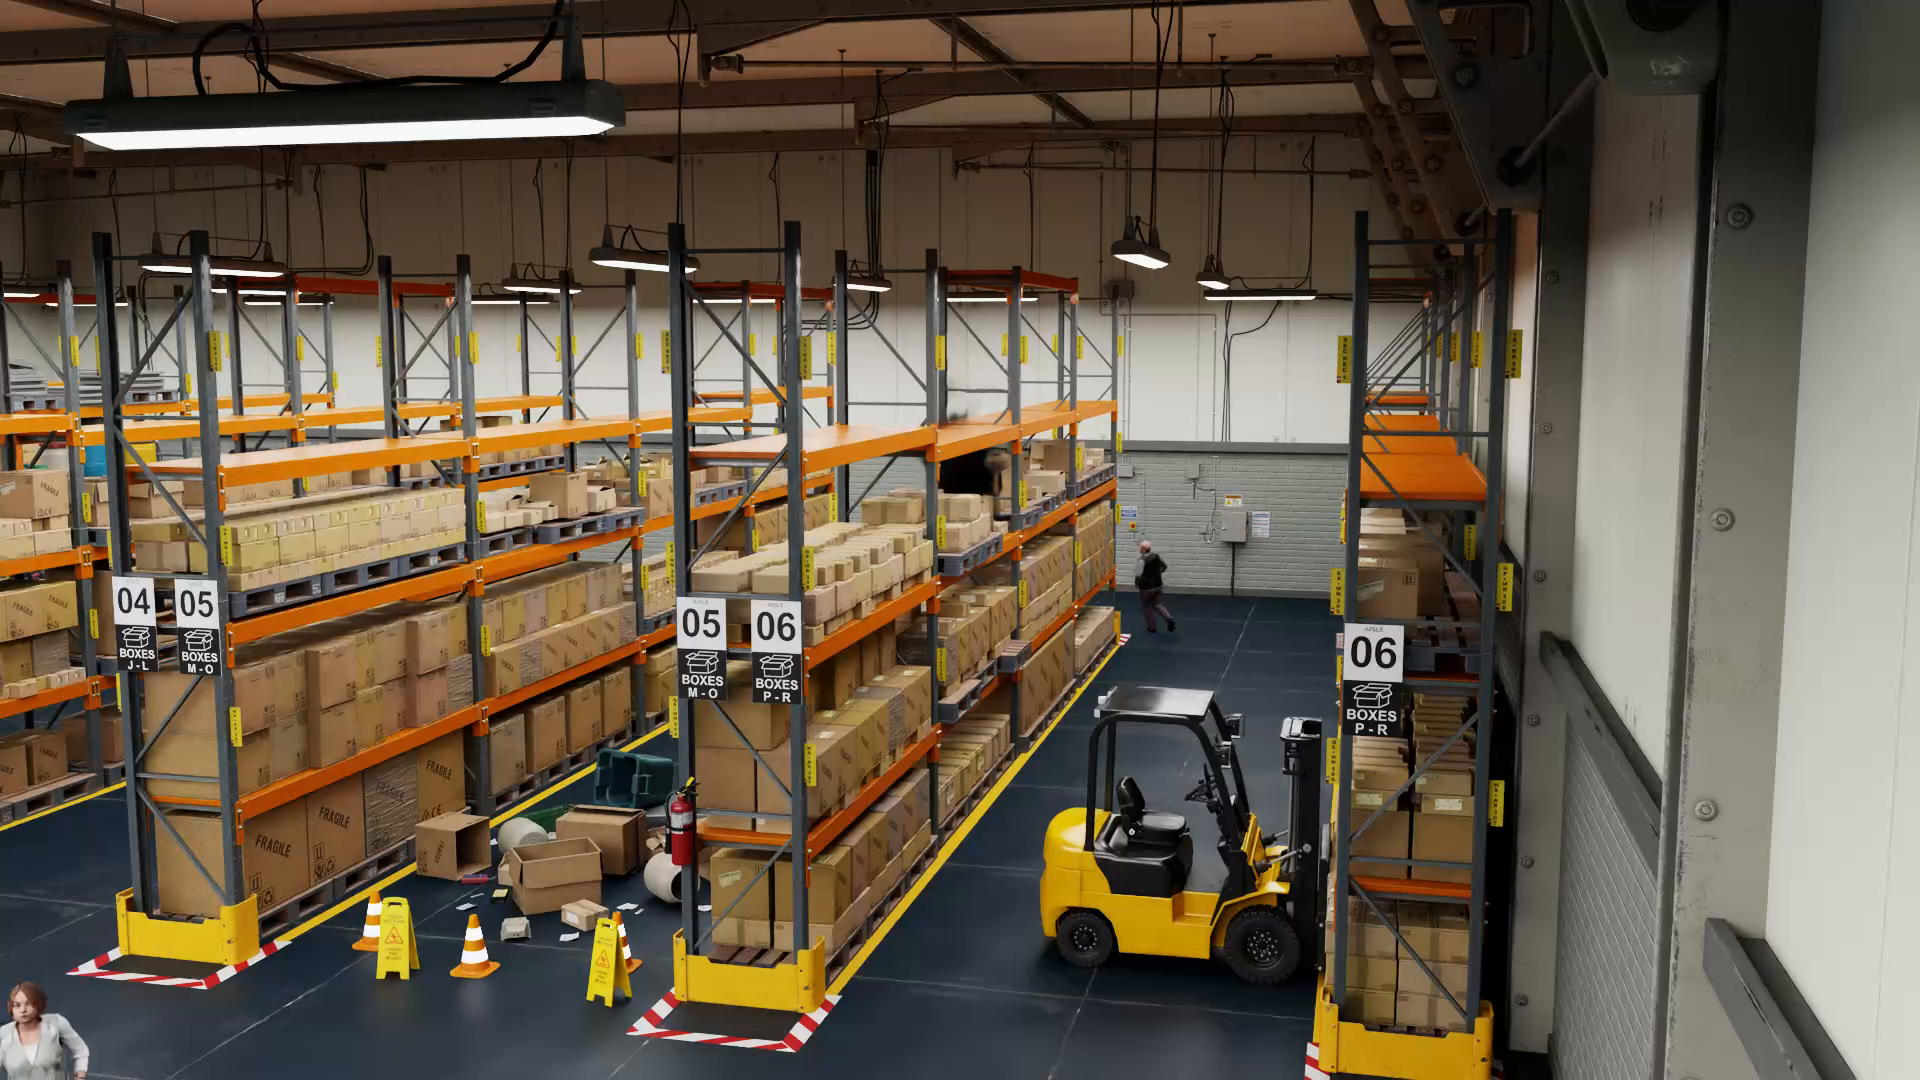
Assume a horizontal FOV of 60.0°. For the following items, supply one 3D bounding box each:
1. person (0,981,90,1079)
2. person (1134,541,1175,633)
[{"bbox_3d":[-5.239,3.258,9.460,0.541,1.566,0.496,-4,8,-28],"label":"person"},{"bbox_3d":[3.267,0.792,28.998,0.750,1.598,0.541,-4,8,-27],"label":"person"}]
